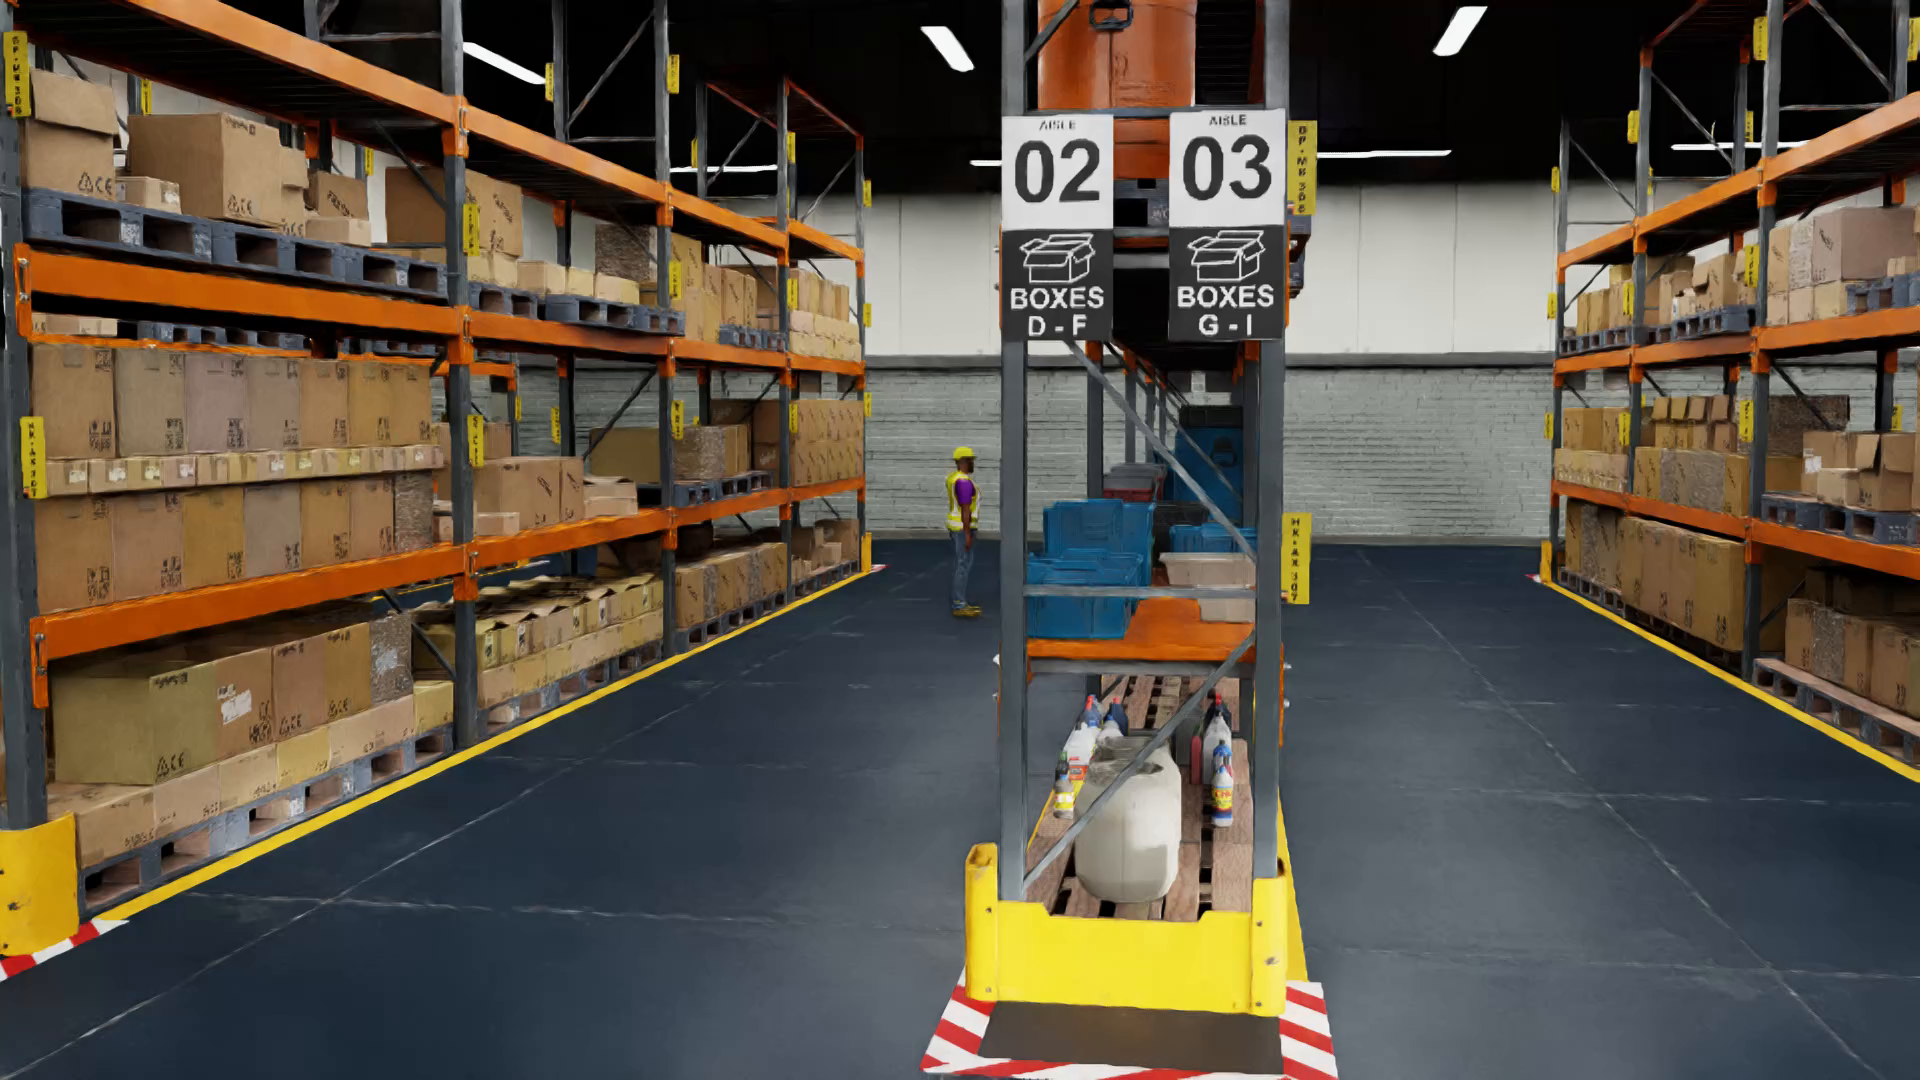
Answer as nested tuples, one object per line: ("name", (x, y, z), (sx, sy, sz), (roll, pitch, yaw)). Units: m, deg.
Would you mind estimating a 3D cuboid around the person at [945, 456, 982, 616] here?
("person", (11.874, -3.926, 20.315), (24.741, 9.000, 3.290), (-1, 5, -10))
